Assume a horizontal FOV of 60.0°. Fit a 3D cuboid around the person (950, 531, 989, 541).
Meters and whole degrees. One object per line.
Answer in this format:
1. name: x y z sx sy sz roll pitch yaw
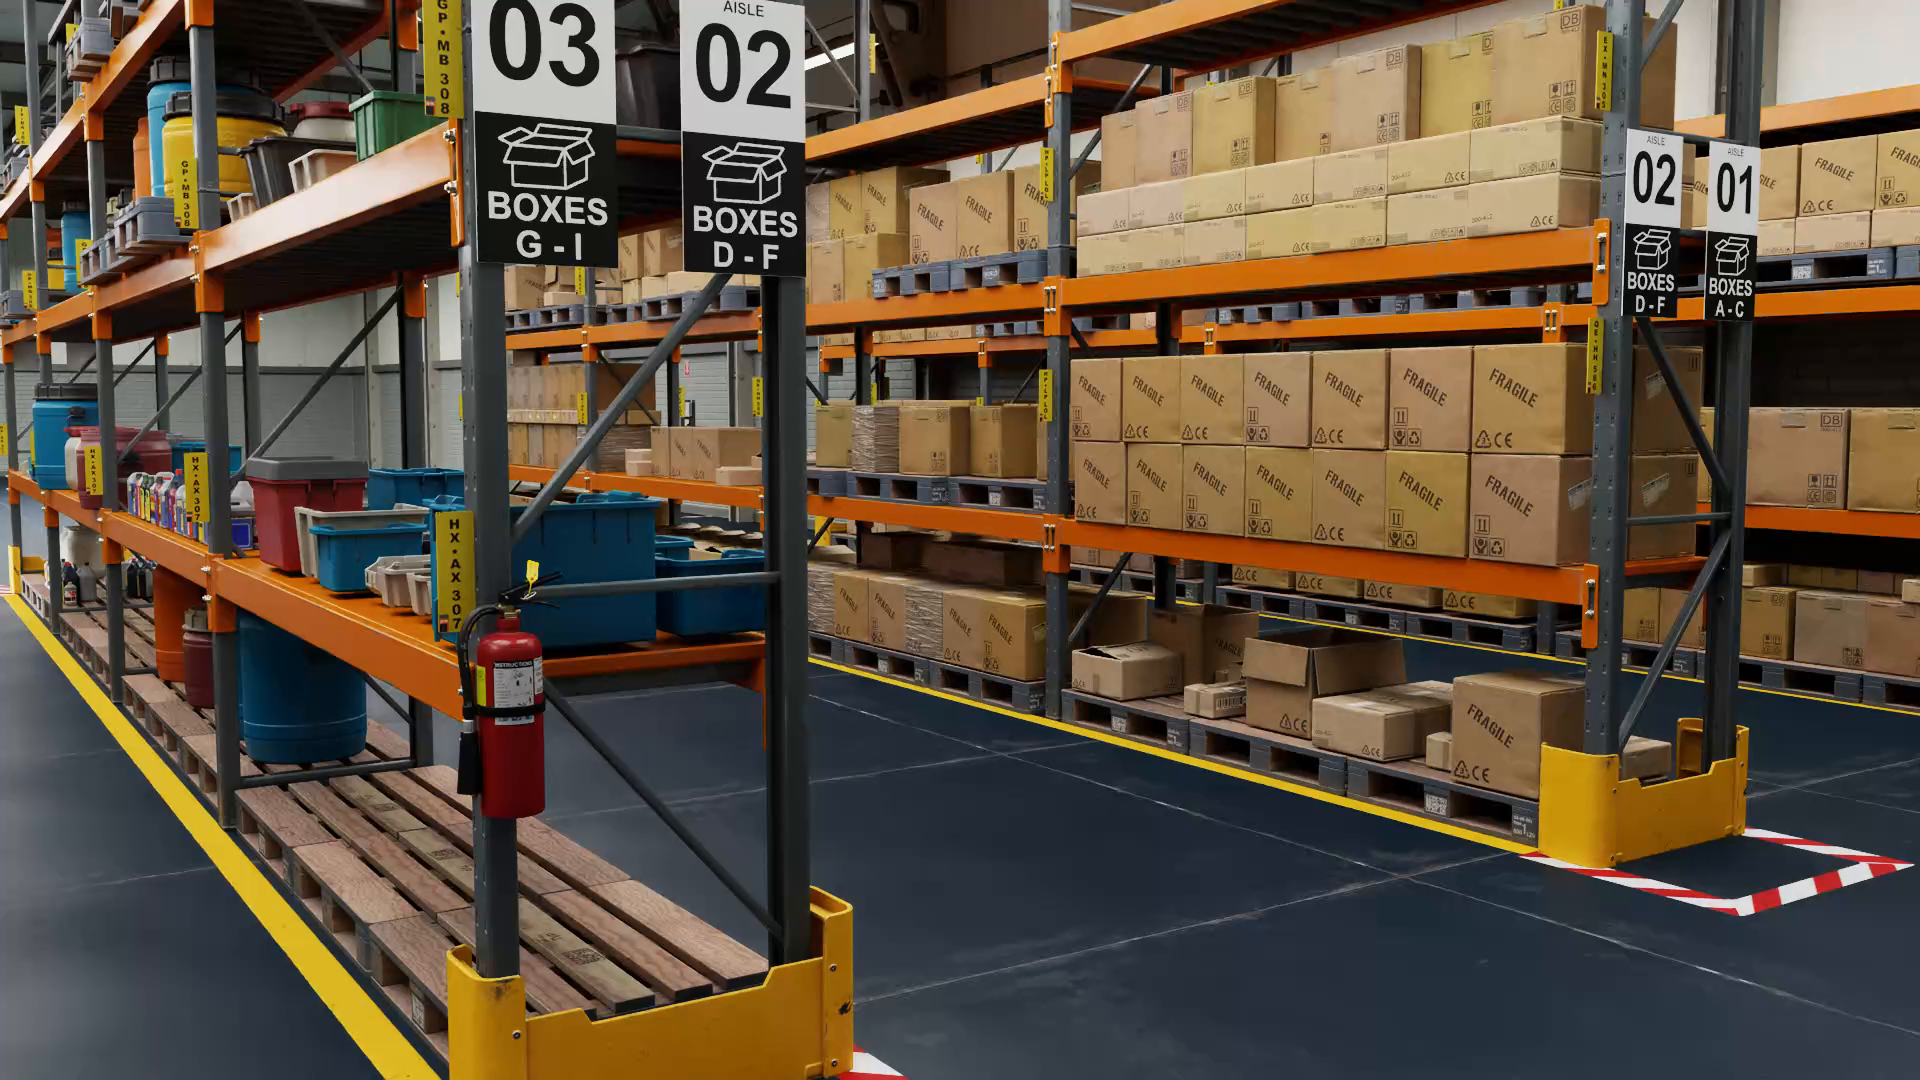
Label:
1. person: 0.126 -0.025 14.913 0.426 1.667 0.544 -3 6 -32
